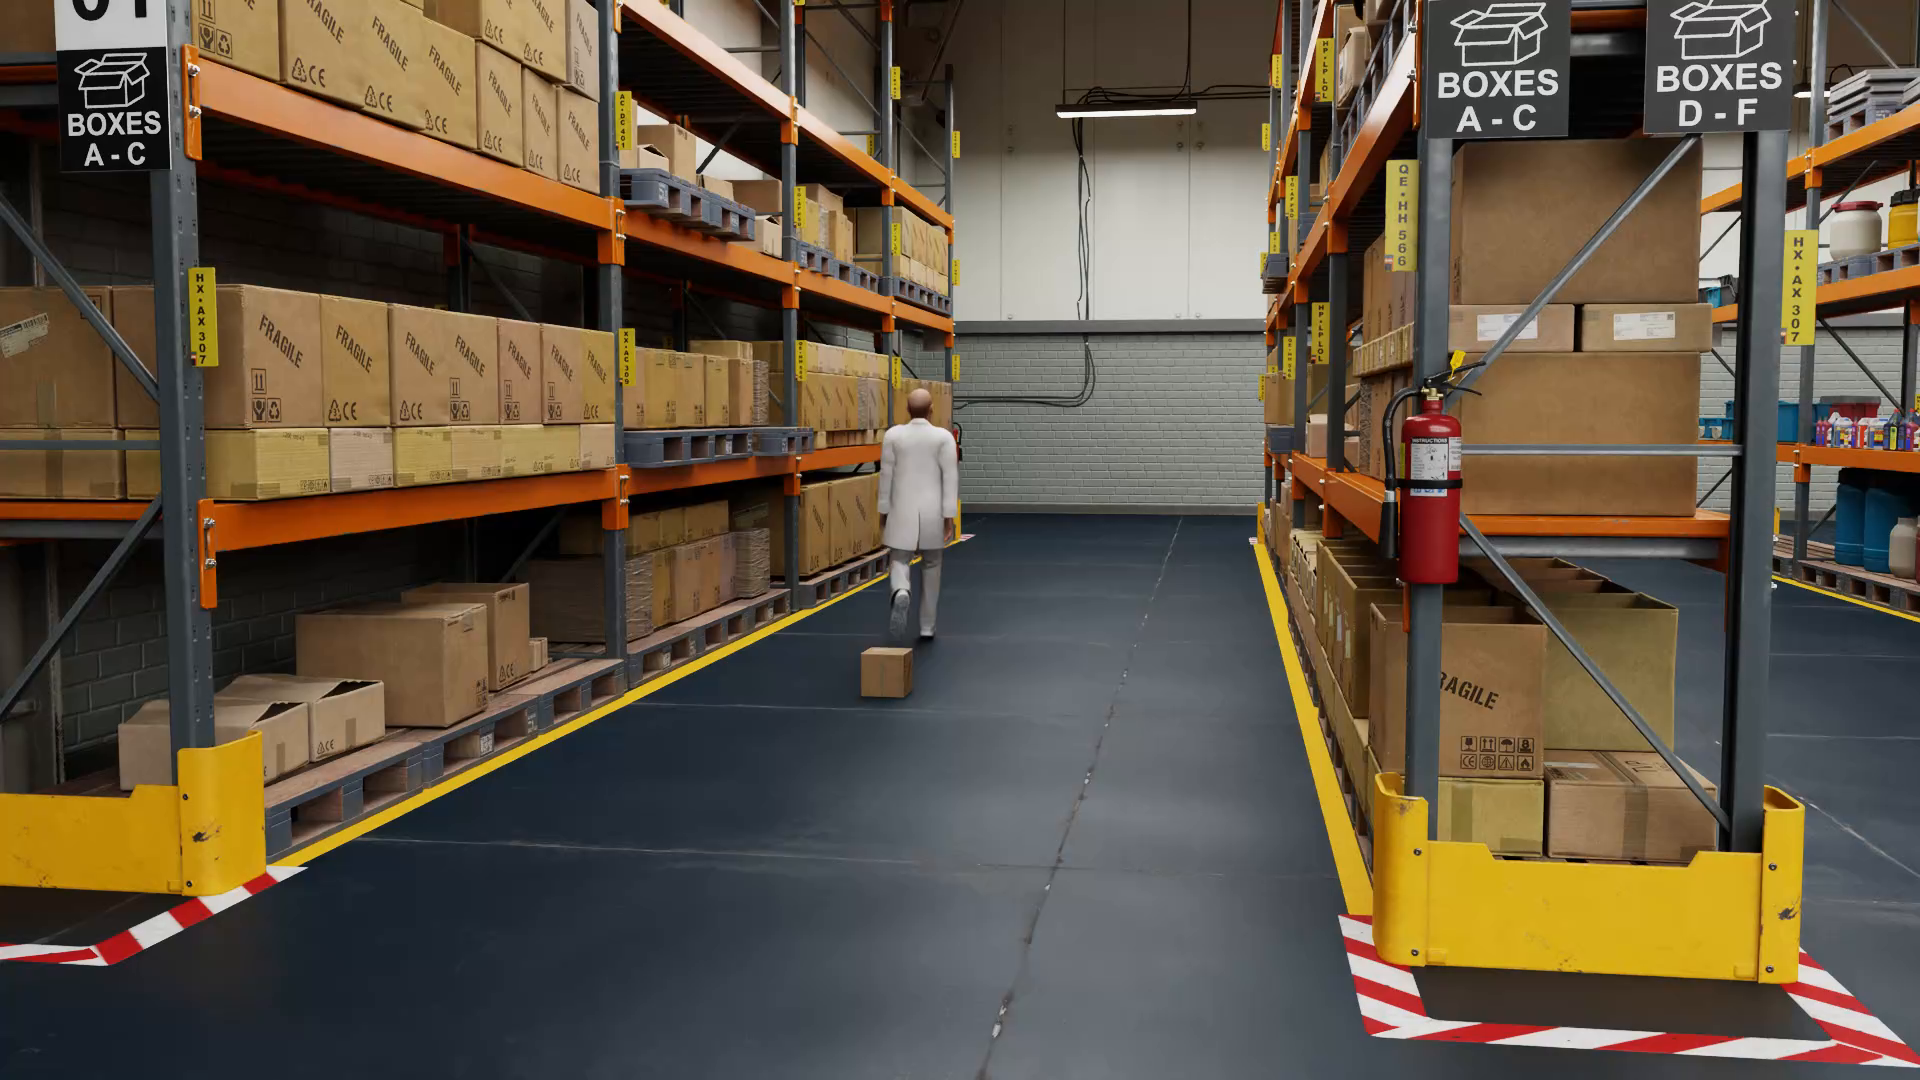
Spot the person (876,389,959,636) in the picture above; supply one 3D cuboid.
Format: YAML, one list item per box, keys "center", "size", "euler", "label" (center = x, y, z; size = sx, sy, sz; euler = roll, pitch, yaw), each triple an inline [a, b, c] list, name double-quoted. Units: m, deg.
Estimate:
- center: [-0.302, -0.184, 11.699]
  size: [0.588, 1.754, 0.805]
  euler: [0, 4, 1]
  label: "person"
